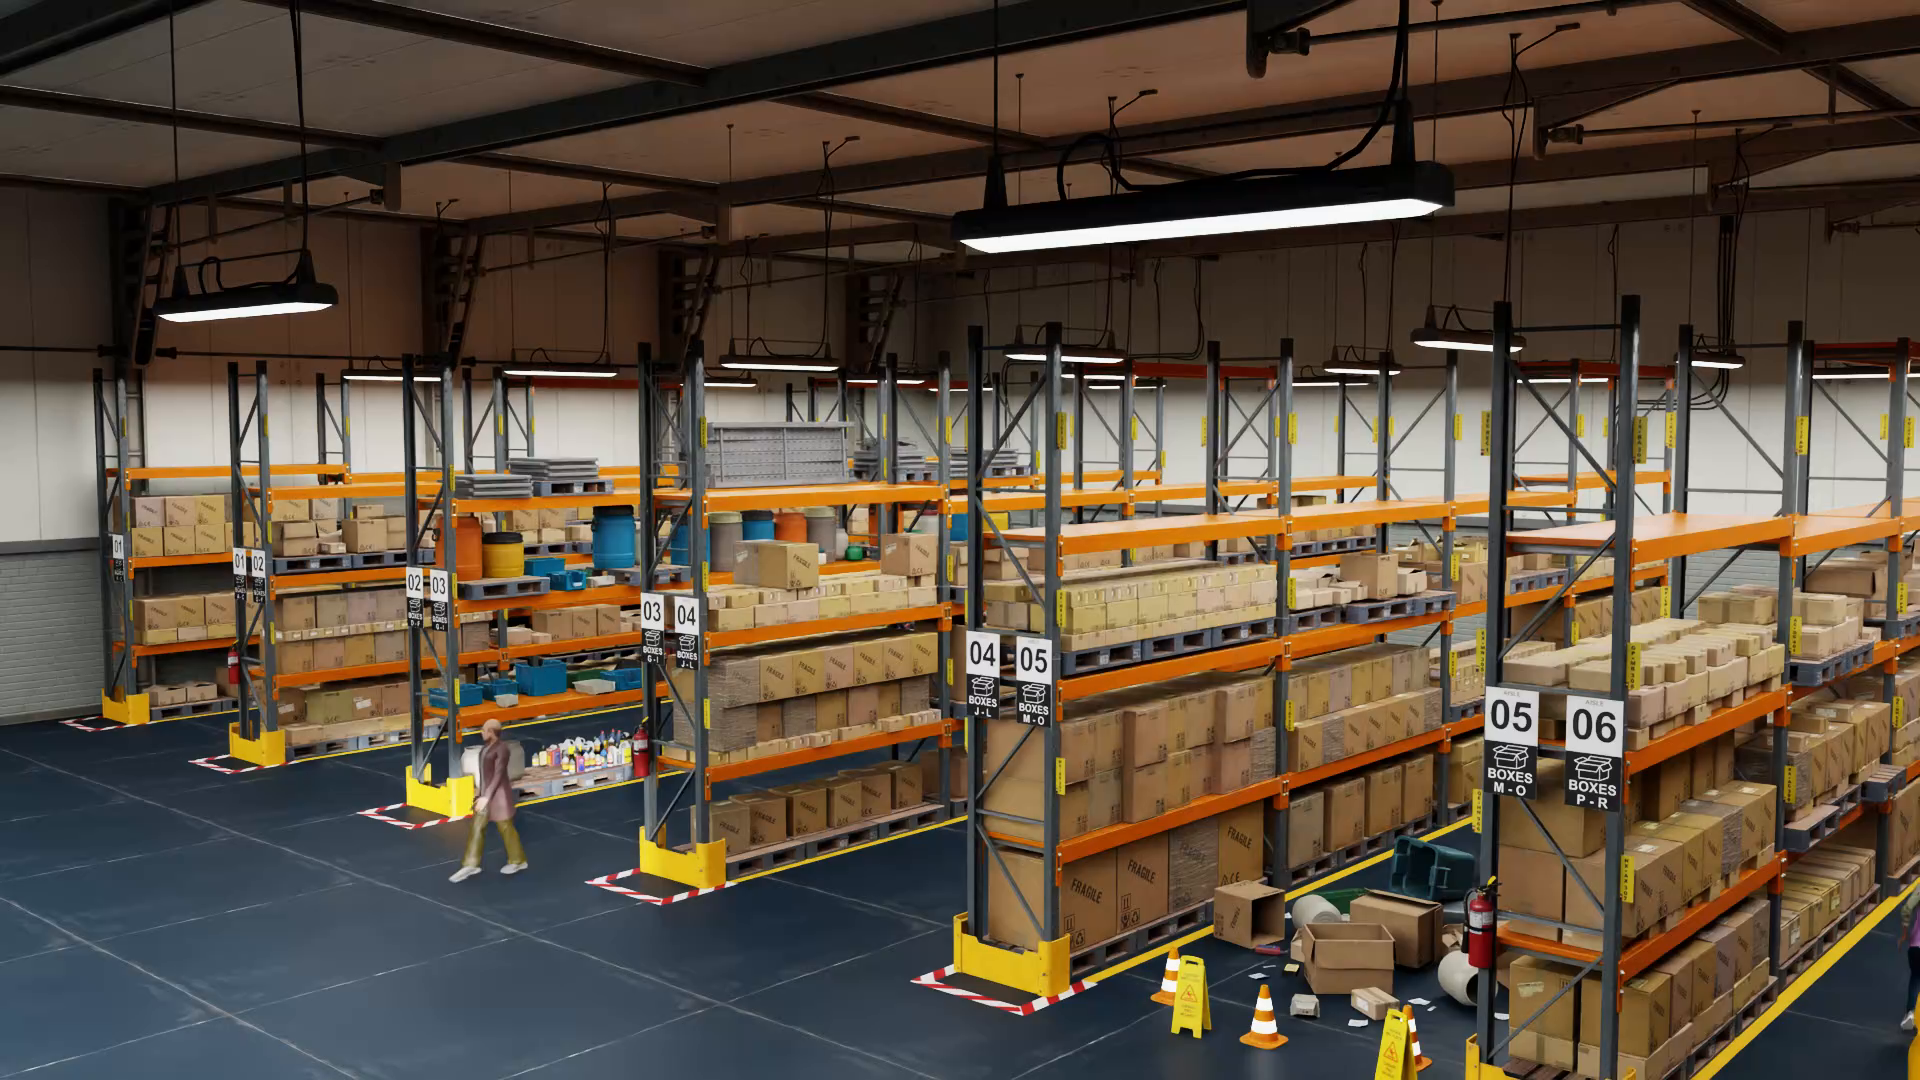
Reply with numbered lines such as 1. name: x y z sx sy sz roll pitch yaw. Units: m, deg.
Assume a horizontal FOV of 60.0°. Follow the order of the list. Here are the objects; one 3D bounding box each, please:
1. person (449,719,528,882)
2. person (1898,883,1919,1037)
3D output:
1. person: -5.311 2.907 18.689 0.886 1.780 0.591 -4 5 -40
2. person: 8.112 3.404 13.857 0.471 1.495 0.730 4 6 45
